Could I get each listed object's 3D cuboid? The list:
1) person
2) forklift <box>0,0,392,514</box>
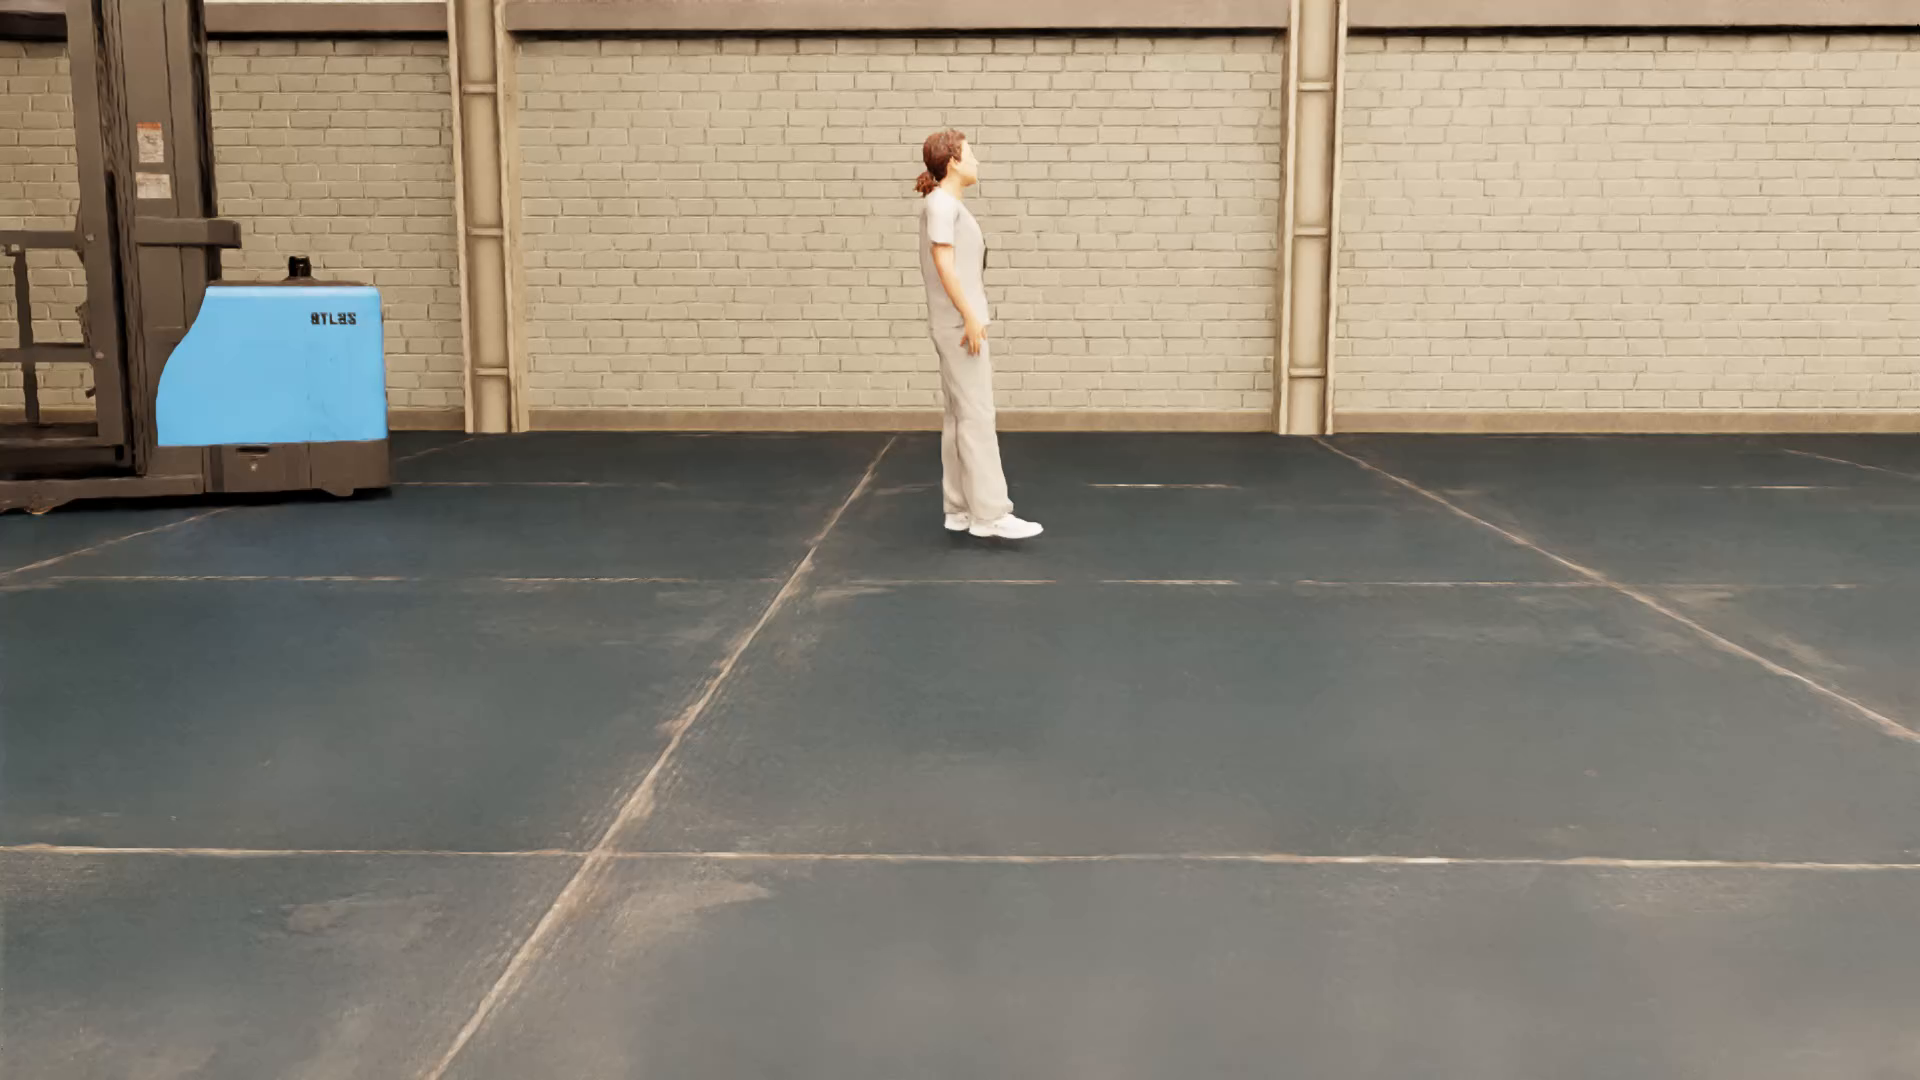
[{"bbox_3d":[0.073,-0.872,6.979,0.549,1.673,0.550,0,9,1],"label":"person"},{"bbox_3d":[-4.483,-1.651,8.232,3.031,2.935,1.130,-3,9,-18],"label":"forklift"}]
